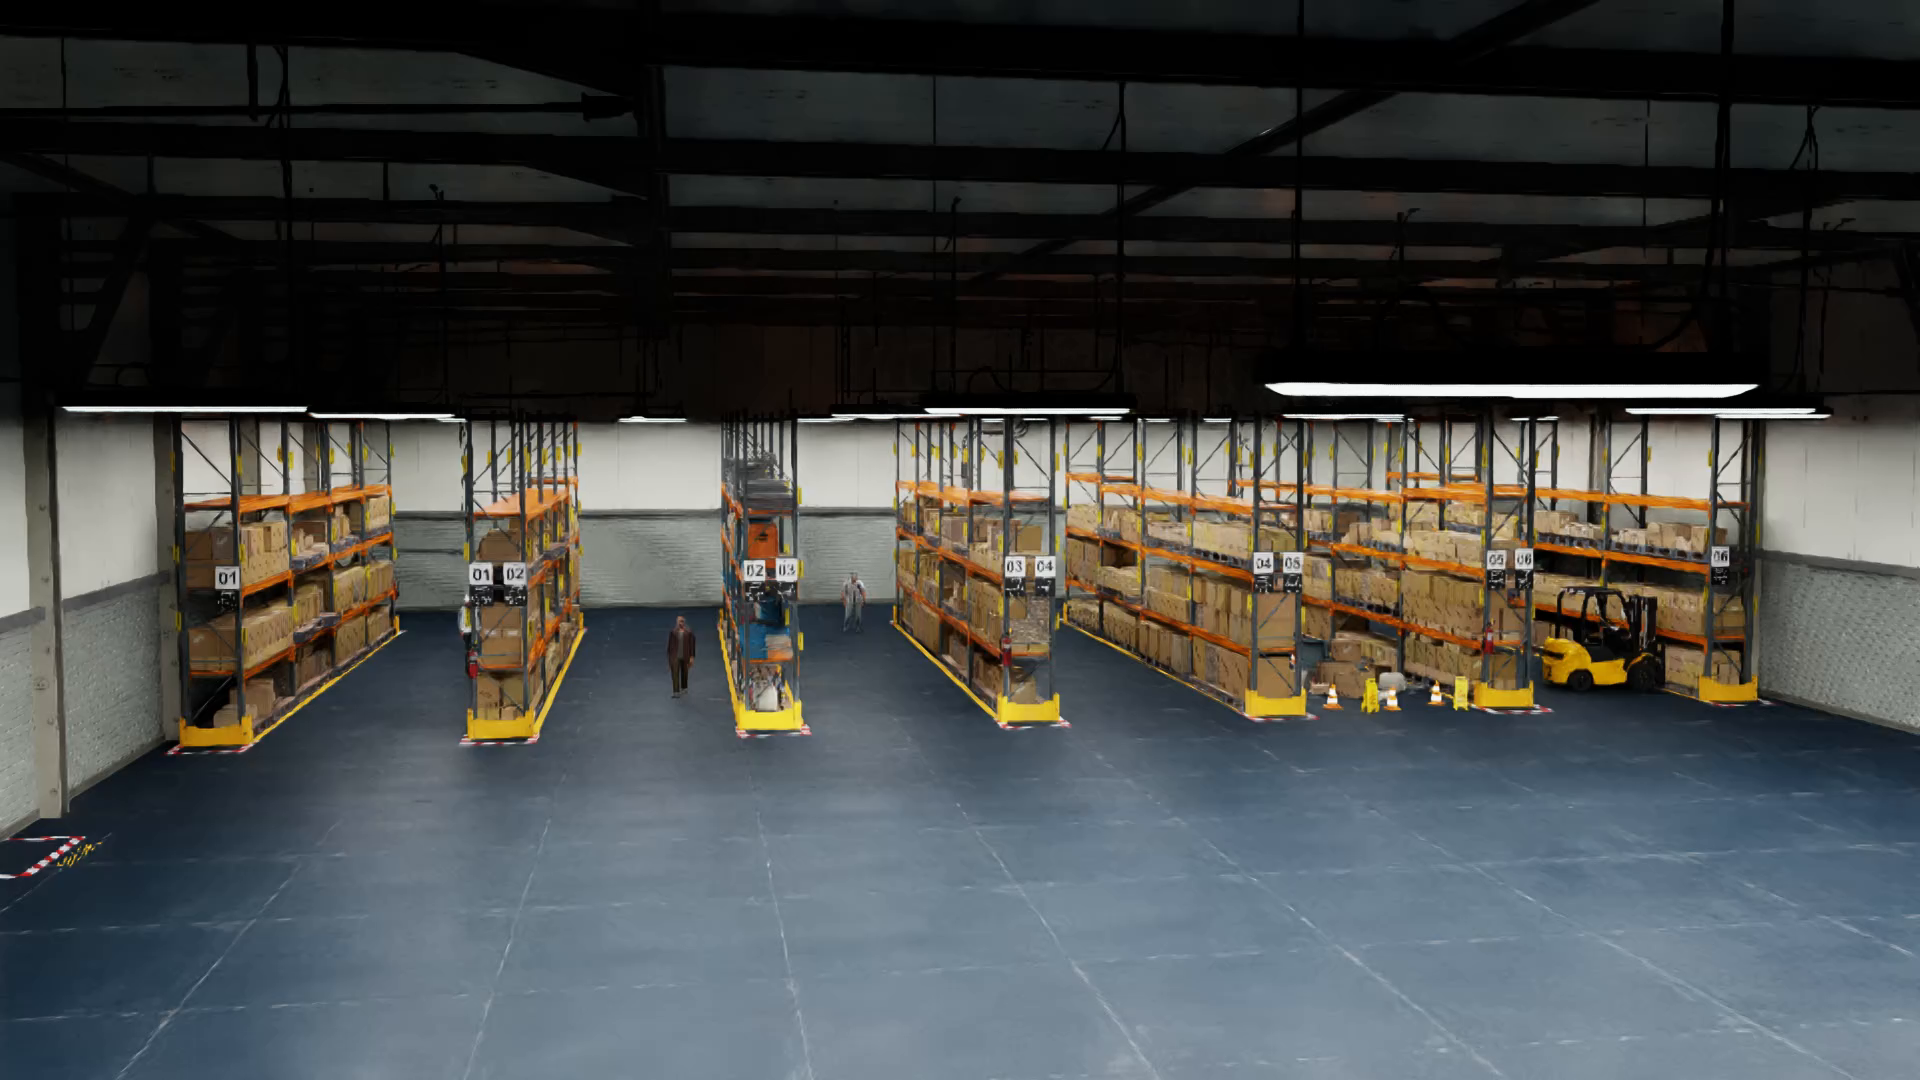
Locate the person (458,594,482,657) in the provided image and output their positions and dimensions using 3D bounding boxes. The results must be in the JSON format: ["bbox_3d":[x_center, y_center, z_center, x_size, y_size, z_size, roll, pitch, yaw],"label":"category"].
[{"bbox_3d":[-11.615,2.116,39.392,0.543,1.700,1.115,-1,4,-7],"label":"person"}]

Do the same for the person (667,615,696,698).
[{"bbox_3d":[-5.839,2.423,34.878,0.588,1.700,1.193,-1,4,-12],"label":"person"}]

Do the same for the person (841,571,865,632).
[{"bbox_3d":[-2.939,1.684,45.716,0.682,1.715,0.542,-1,4,-12],"label":"person"}]

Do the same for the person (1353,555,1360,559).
[{"bbox_3d":[12.499,1.271,52.100,0.682,1.644,0.489,-3,5,-37],"label":"person"}]
